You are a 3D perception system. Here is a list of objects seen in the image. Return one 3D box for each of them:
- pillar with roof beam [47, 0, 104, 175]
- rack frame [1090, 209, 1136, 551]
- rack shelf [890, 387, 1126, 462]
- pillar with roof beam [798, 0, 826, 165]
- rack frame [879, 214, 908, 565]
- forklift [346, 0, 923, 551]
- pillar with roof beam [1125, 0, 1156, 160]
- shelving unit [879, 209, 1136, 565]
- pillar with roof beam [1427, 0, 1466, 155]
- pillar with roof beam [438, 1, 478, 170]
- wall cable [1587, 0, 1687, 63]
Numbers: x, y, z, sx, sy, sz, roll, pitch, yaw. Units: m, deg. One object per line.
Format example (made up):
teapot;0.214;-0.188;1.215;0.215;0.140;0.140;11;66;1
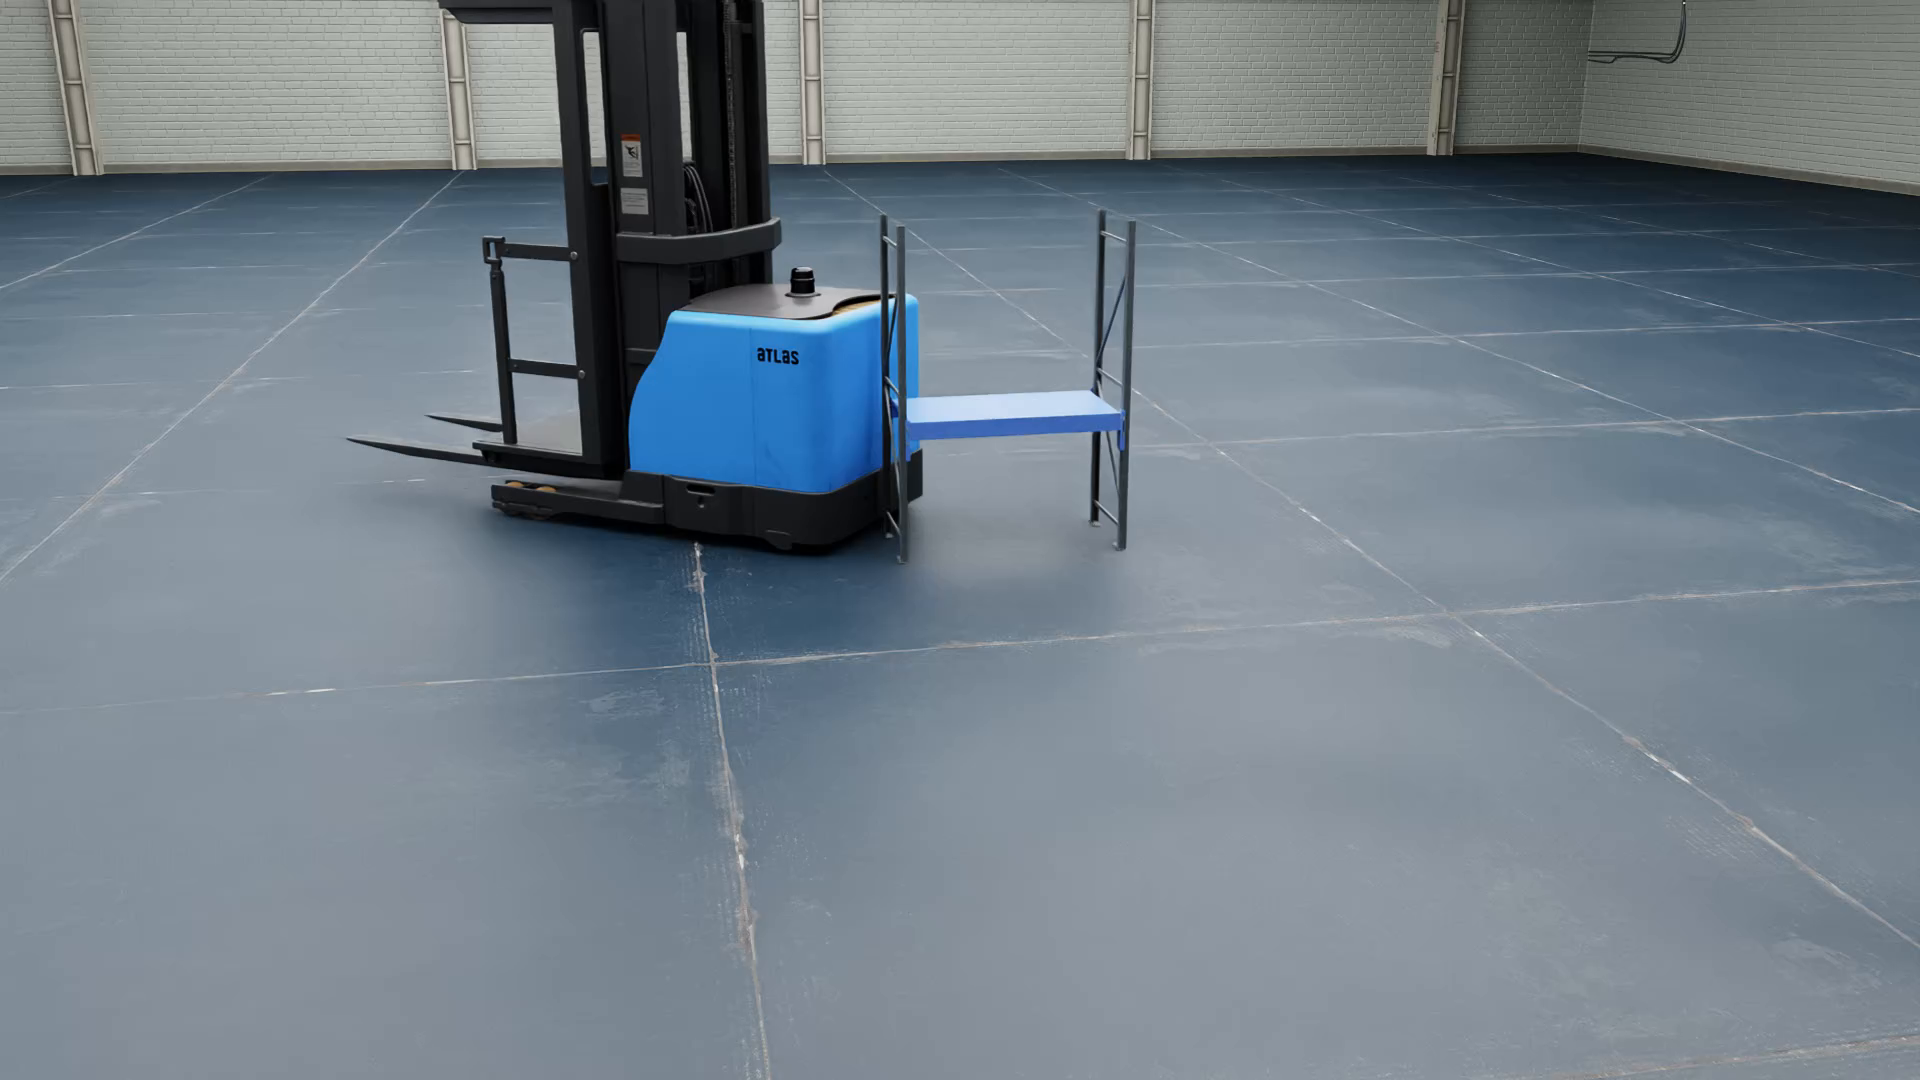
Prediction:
pillar with roof beam;-13.569;-9.101;22.116;0.400;9.000;9.100;-3;17;-10
rack frame;0.698;-0.738;7.660;0.032;1.500;0.500;-3;17;-11
rack shelf;0.200;-0.536;7.615;1.000;0.185;0.538;-3;17;-11
pillar with roof beam;-1.787;-9.769;24.292;0.400;9.000;9.100;-3;17;-10
rack frame;-0.298;-0.678;7.464;0.032;1.500;0.500;-3;17;-11
forklift;-1.744;-1.627;8.116;3.031;2.935;1.130;8;19;24
pillar with roof beam;4.104;-10.103;25.380;0.400;9.000;9.100;-3;17;-10
shelving unit;0.200;-0.708;7.562;1.048;1.500;0.538;-3;17;-11
pillar with roof beam;9.995;-10.438;26.468;0.400;9.000;9.100;-3;17;-10
pillar with roof beam;-7.678;-9.435;23.204;0.400;9.000;9.100;-3;17;-10
wall cable;12.322;-9.977;30.258;0.112;2.526;3.097;-3;17;-10
